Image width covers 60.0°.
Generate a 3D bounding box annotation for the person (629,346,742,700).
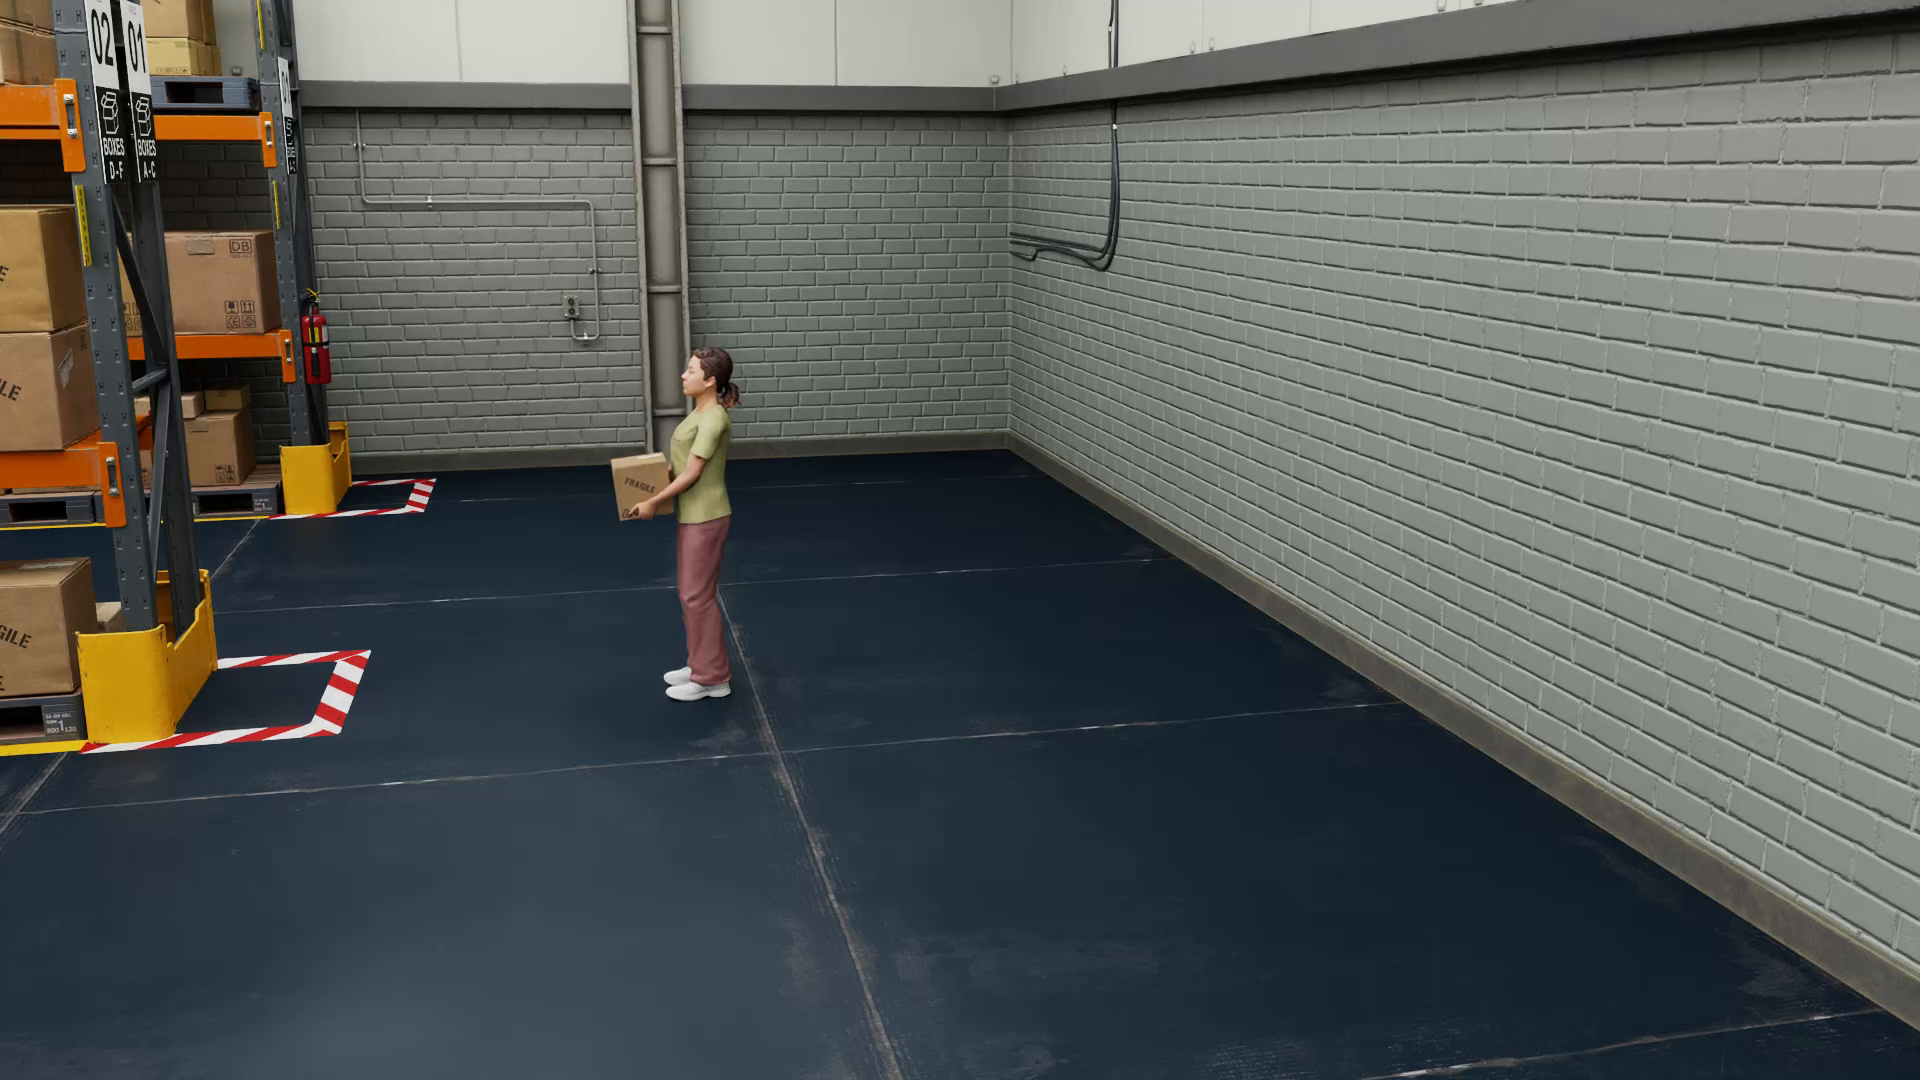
[{"bbox_3d":[-1.294,-0.075,7.848,0.538,1.656,0.431,-3,13,-13],"label":"person"}]
